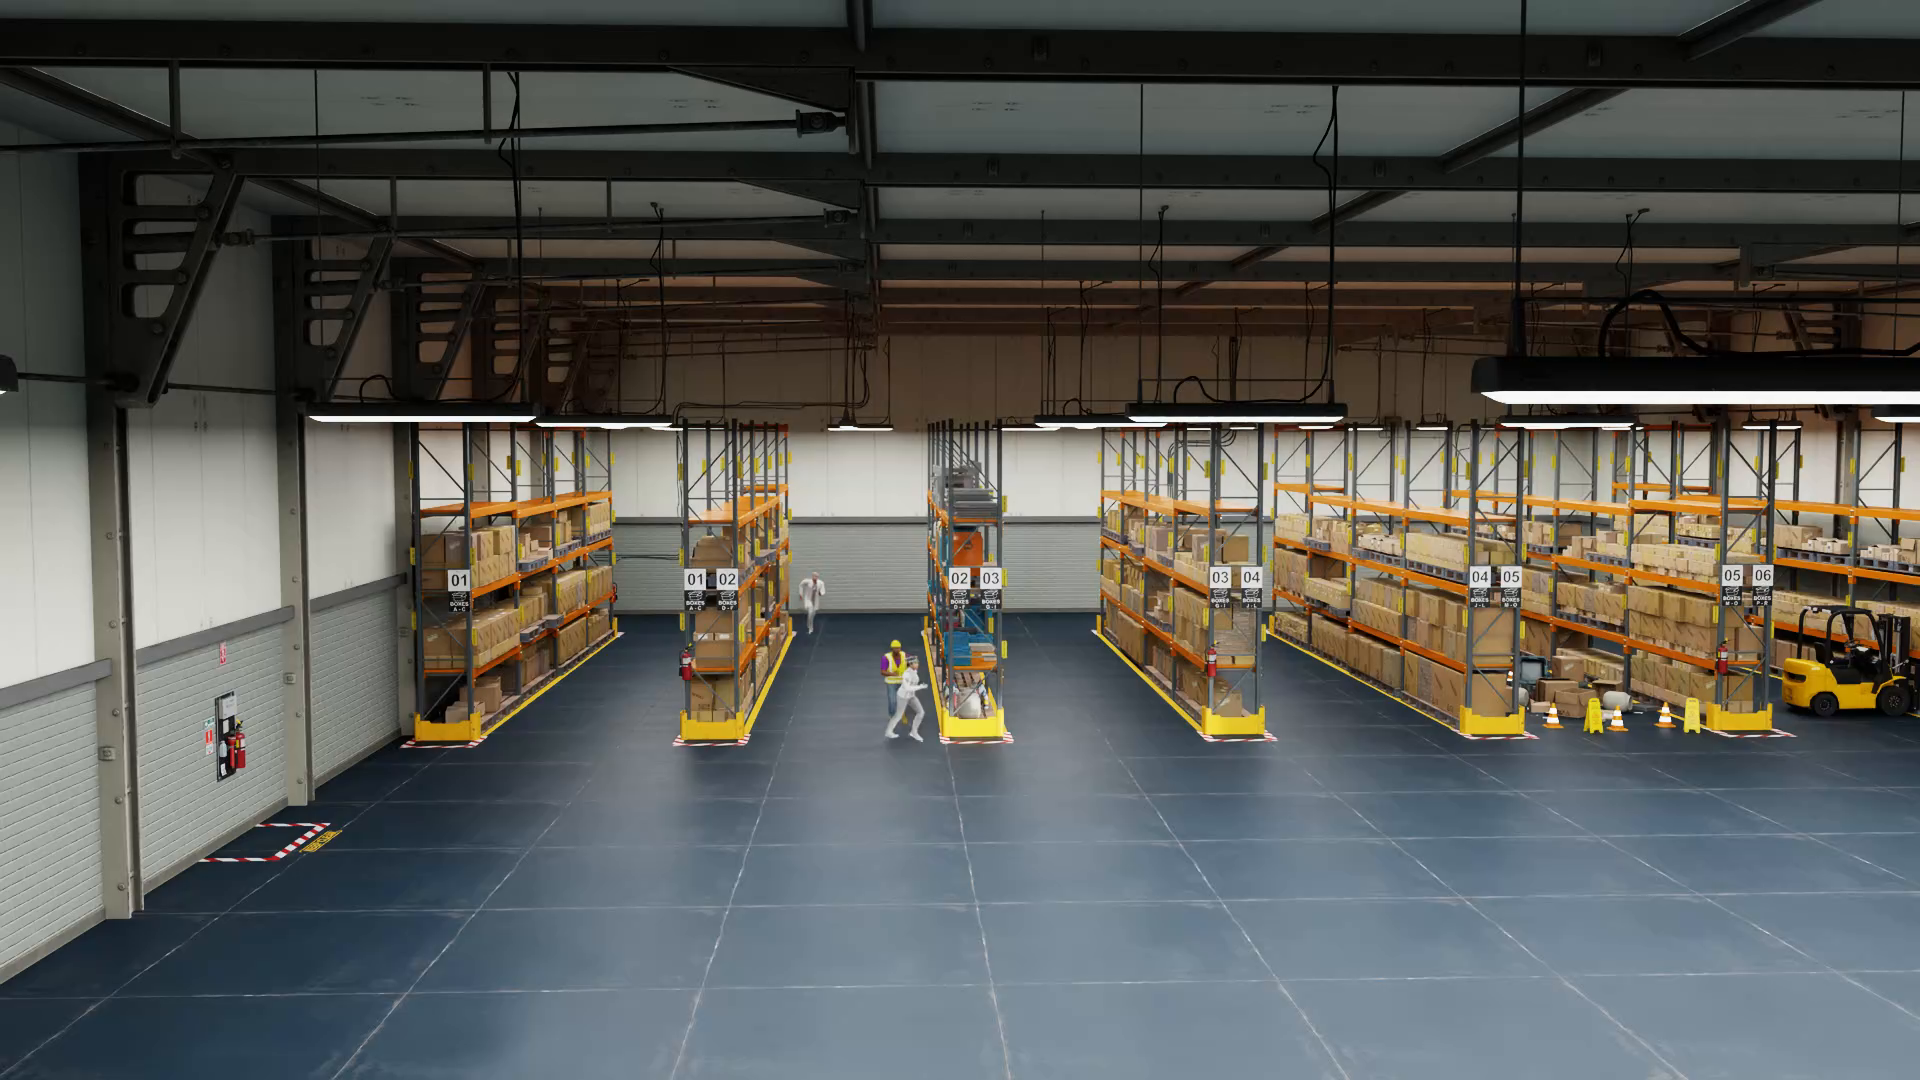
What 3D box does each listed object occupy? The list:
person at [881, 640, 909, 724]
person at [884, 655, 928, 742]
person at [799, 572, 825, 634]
[{"bbox_3d":[-1.249,2.778,32.577,0.649,1.667,0.903,-1,4,-13],"label":"person"},{"bbox_3d":[-0.994,2.930,30.800,0.920,1.628,0.530,2,4,32],"label":"person"},{"bbox_3d":[-4.274,1.787,47.898,0.728,1.760,1.029,-2,4,-23],"label":"person"}]
